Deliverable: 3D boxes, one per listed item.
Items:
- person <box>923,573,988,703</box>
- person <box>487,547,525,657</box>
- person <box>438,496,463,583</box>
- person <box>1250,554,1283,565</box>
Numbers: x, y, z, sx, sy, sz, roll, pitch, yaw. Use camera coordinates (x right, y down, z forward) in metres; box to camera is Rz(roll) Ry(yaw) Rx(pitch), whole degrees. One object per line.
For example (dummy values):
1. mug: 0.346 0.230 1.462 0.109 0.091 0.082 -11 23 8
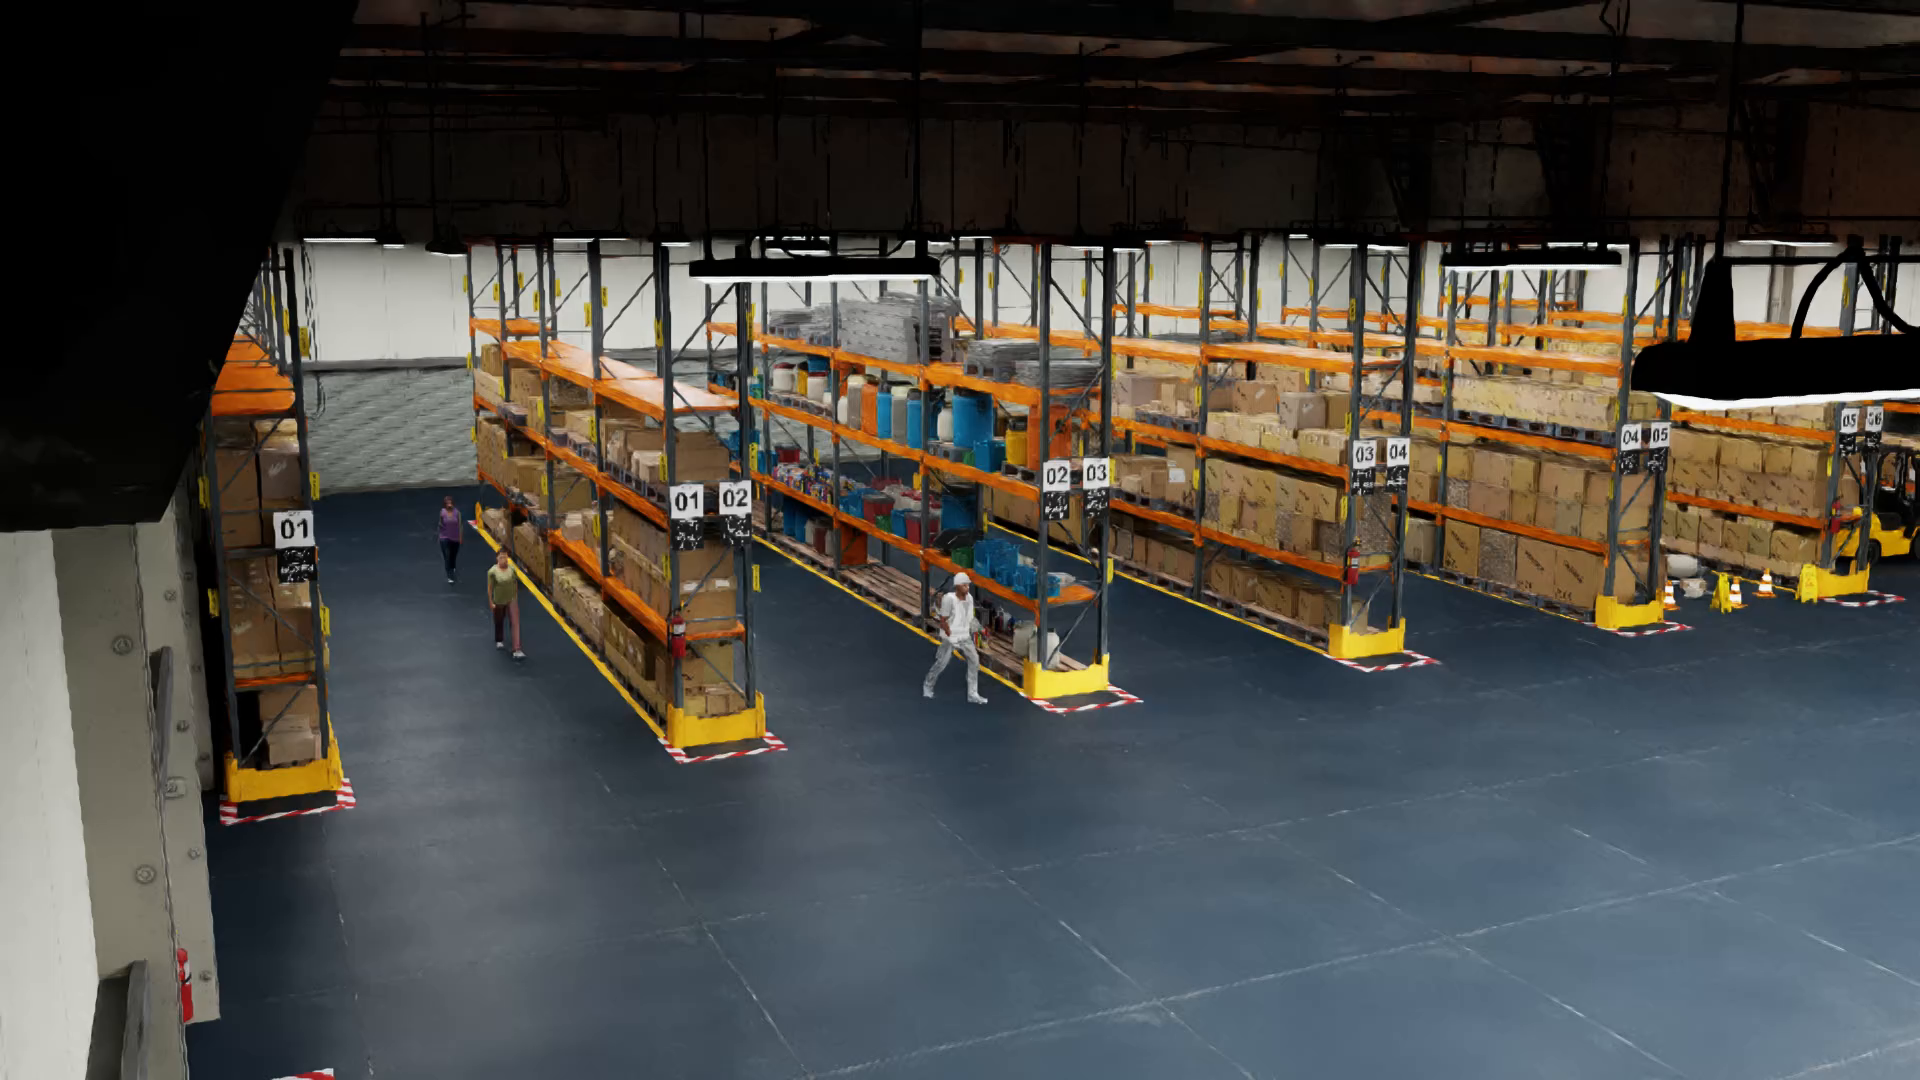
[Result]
1. person: -0.080 1.268 21.966 0.628 1.737 0.872 -10 15 -41
2. person: -6.674 0.893 24.322 0.448 1.566 1.099 -4 12 -21
3. person: -8.965 -0.047 29.310 0.413 1.517 1.042 -5 12 -26
4. person: 5.692 -0.459 30.720 0.577 1.785 0.655 1 11 5
